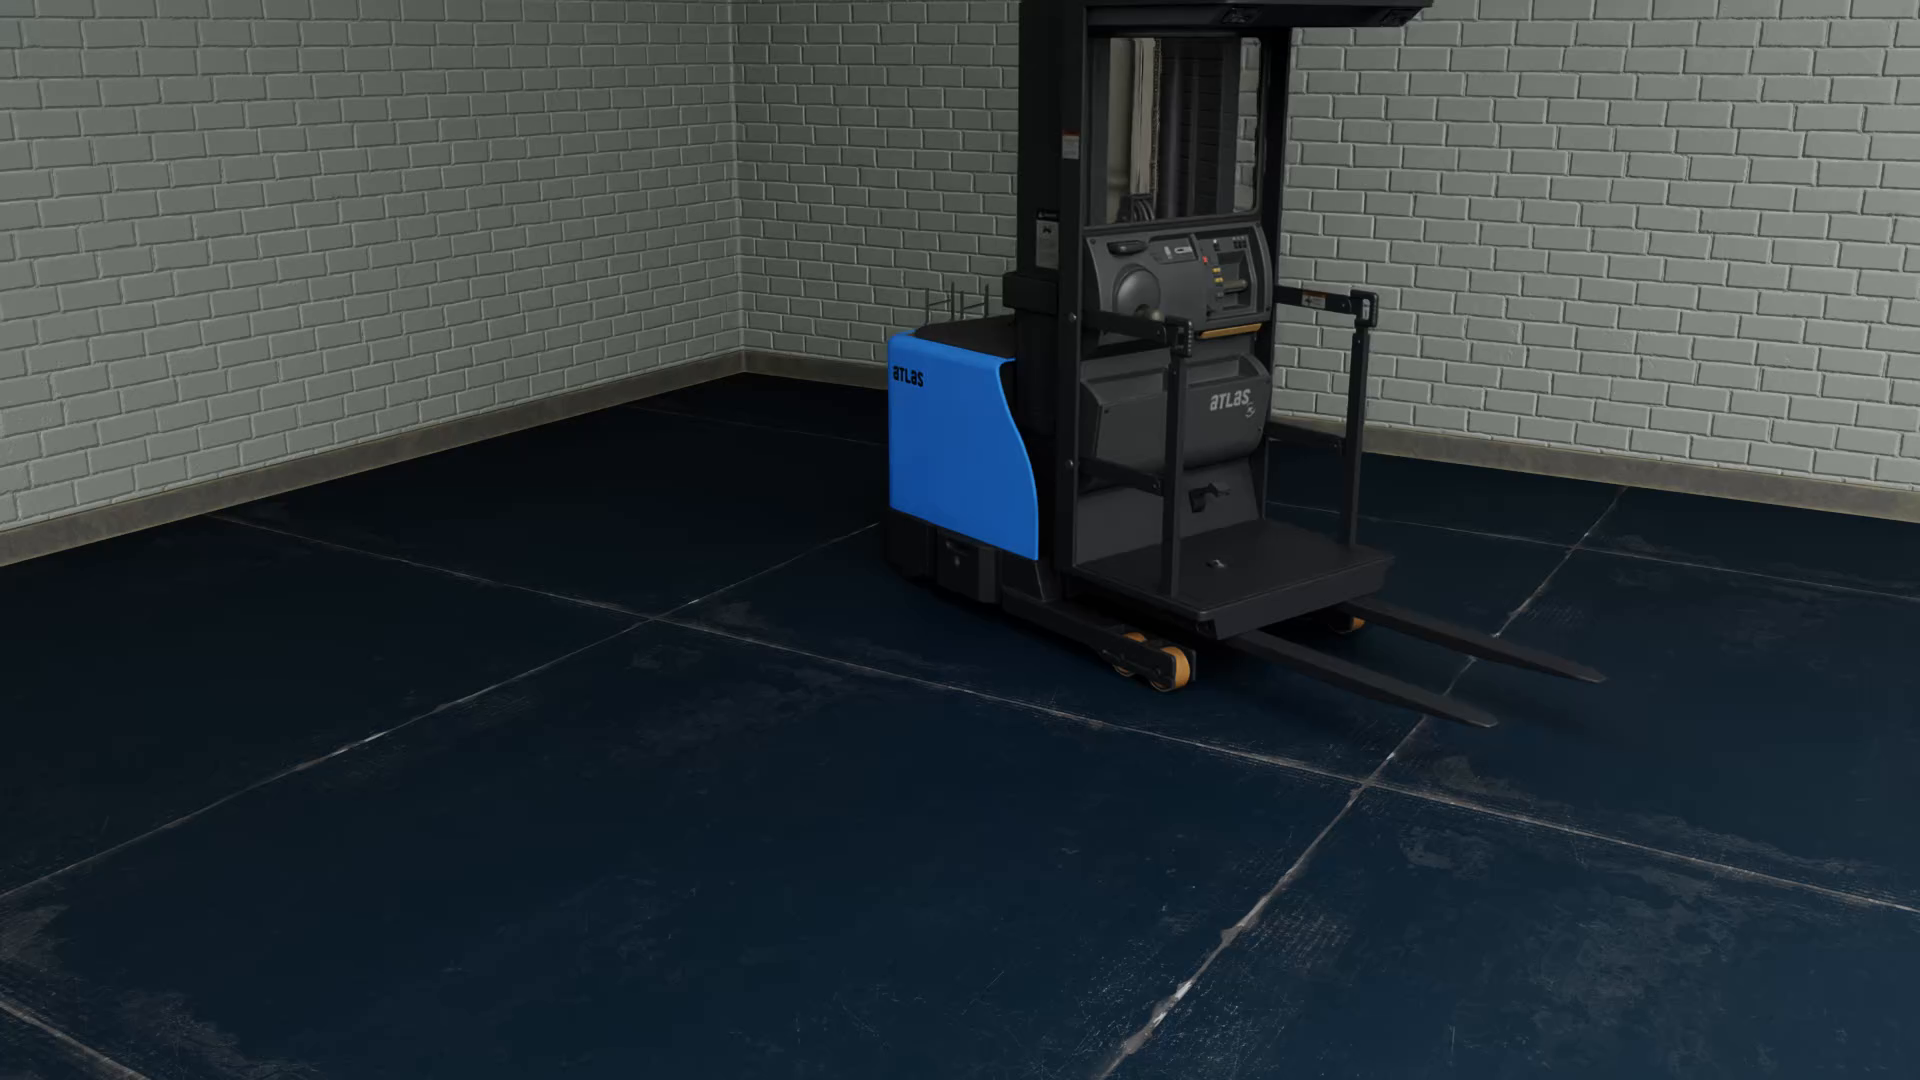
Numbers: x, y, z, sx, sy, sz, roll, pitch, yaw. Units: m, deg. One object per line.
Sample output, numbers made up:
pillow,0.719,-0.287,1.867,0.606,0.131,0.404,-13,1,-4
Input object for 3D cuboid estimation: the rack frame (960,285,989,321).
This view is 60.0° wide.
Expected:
rack frame,0.066,-0.562,7.668,0.006,1.200,0.240,10,20,30

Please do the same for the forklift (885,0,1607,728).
forklift,0.977,-1.011,6.166,1.130,2.935,3.031,-13,21,-36

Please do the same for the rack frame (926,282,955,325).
rack frame,-0.090,-0.590,7.760,0.006,1.200,0.240,10,20,30

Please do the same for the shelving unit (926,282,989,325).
shelving unit,-0.012,-0.576,7.714,0.189,1.200,0.258,10,20,30

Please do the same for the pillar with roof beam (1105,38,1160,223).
pillar with roof beam,-1.318,-3.953,5.413,0.400,9.000,9.100,10,20,30
